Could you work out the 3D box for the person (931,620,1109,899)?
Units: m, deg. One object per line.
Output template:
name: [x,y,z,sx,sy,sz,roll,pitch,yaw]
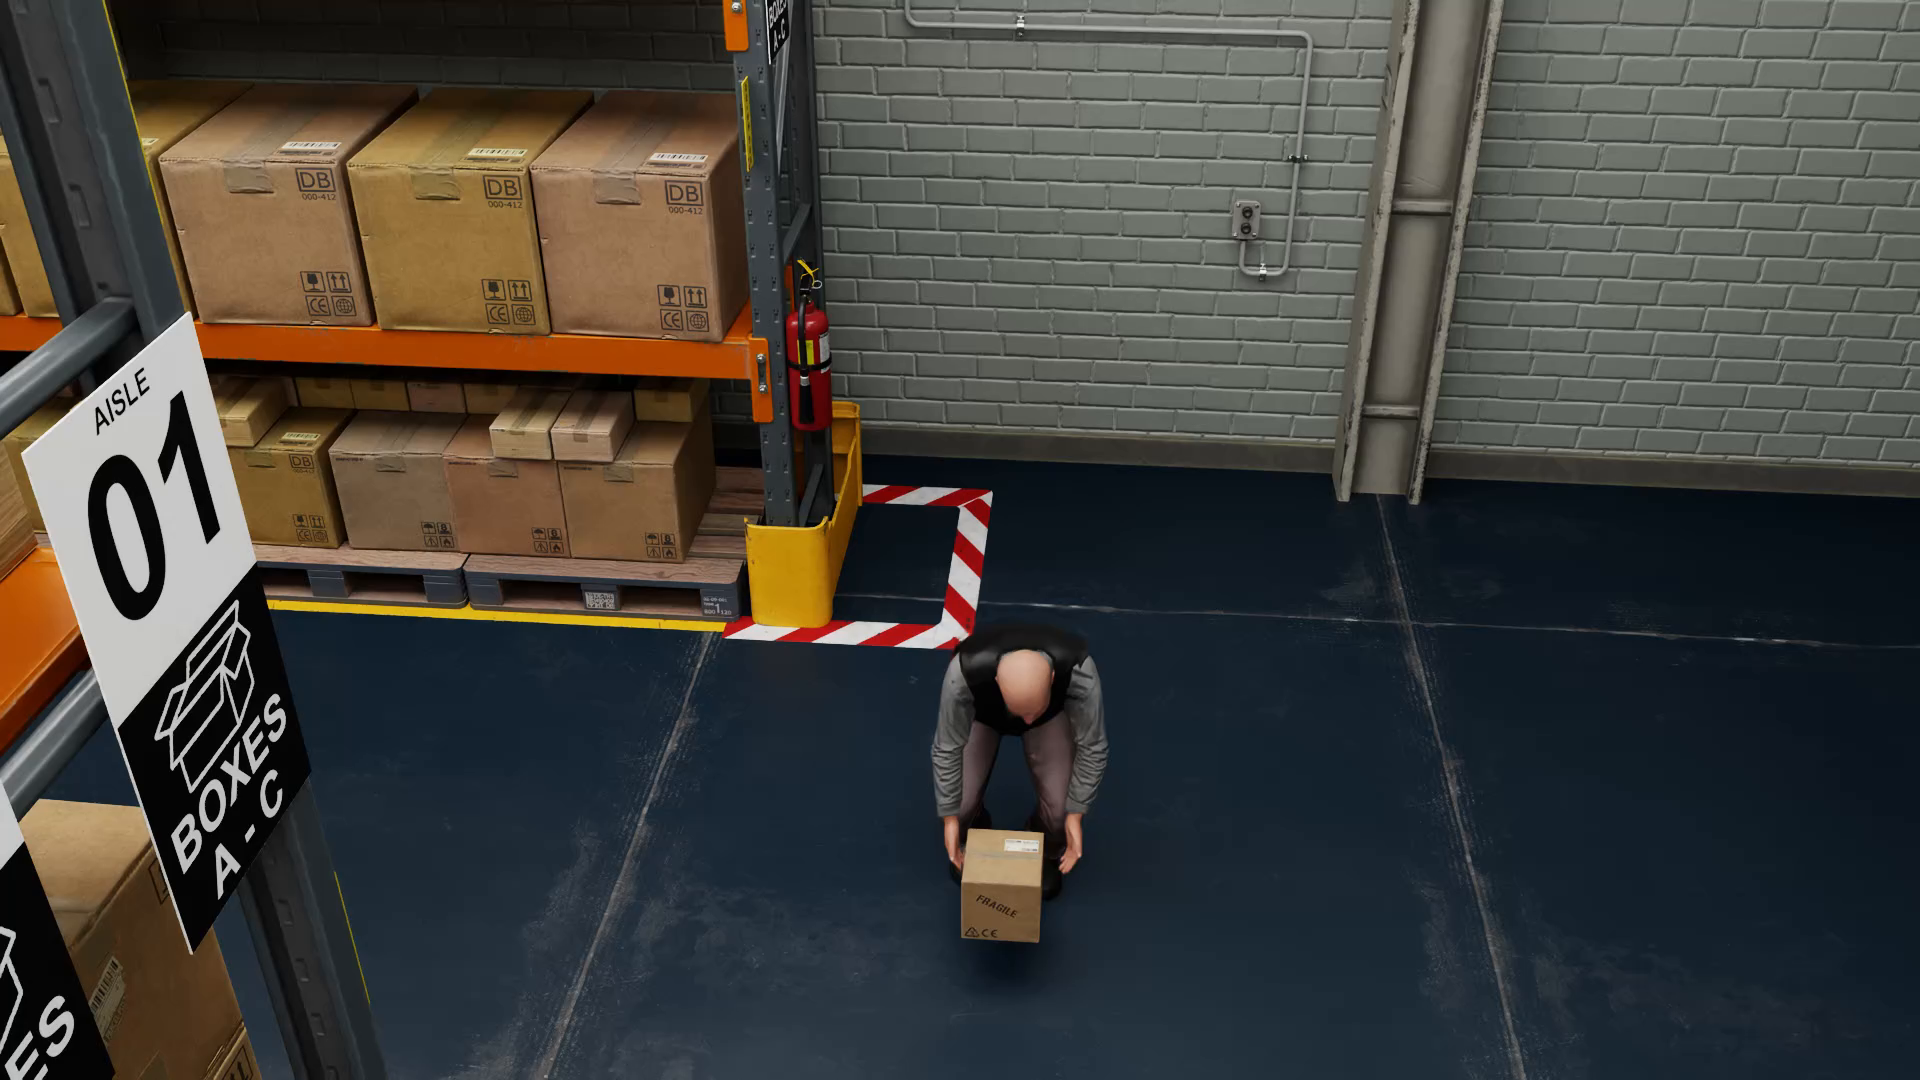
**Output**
person: [0.207,0.687,5.568,0.575,1.179,0.805,2,32,4]
